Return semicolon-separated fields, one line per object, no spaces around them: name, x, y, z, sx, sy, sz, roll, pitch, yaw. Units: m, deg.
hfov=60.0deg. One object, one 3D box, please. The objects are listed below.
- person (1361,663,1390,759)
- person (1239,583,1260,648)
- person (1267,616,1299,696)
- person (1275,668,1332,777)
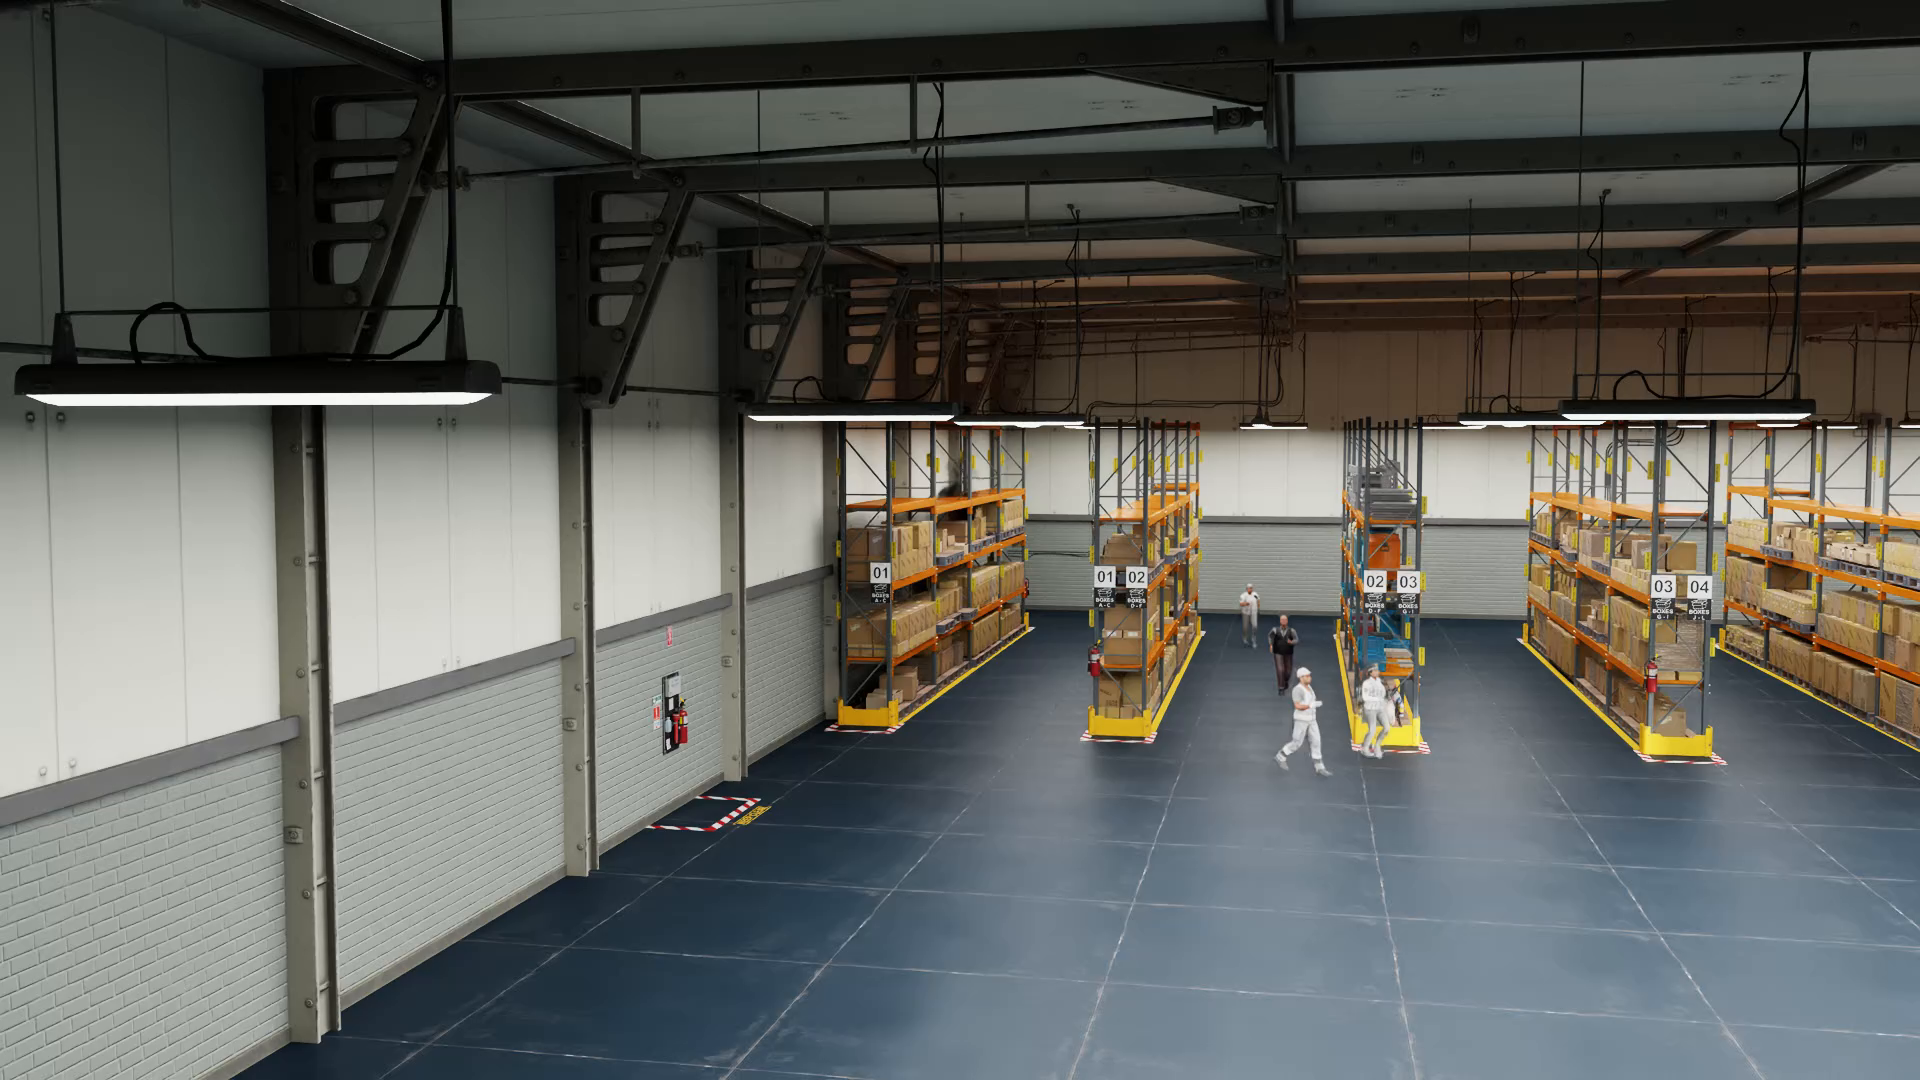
person;7.296;2.995;29.143;0.582;1.708;0.569;-2;4;-31
person;7.731;2.006;44.342;0.584;1.703;0.784;0;4;1
person;7.041;2.494;36.205;0.659;1.700;0.944;0;4;5
person;5.722;3.005;27.629;0.999;1.773;0.660;3;5;42
